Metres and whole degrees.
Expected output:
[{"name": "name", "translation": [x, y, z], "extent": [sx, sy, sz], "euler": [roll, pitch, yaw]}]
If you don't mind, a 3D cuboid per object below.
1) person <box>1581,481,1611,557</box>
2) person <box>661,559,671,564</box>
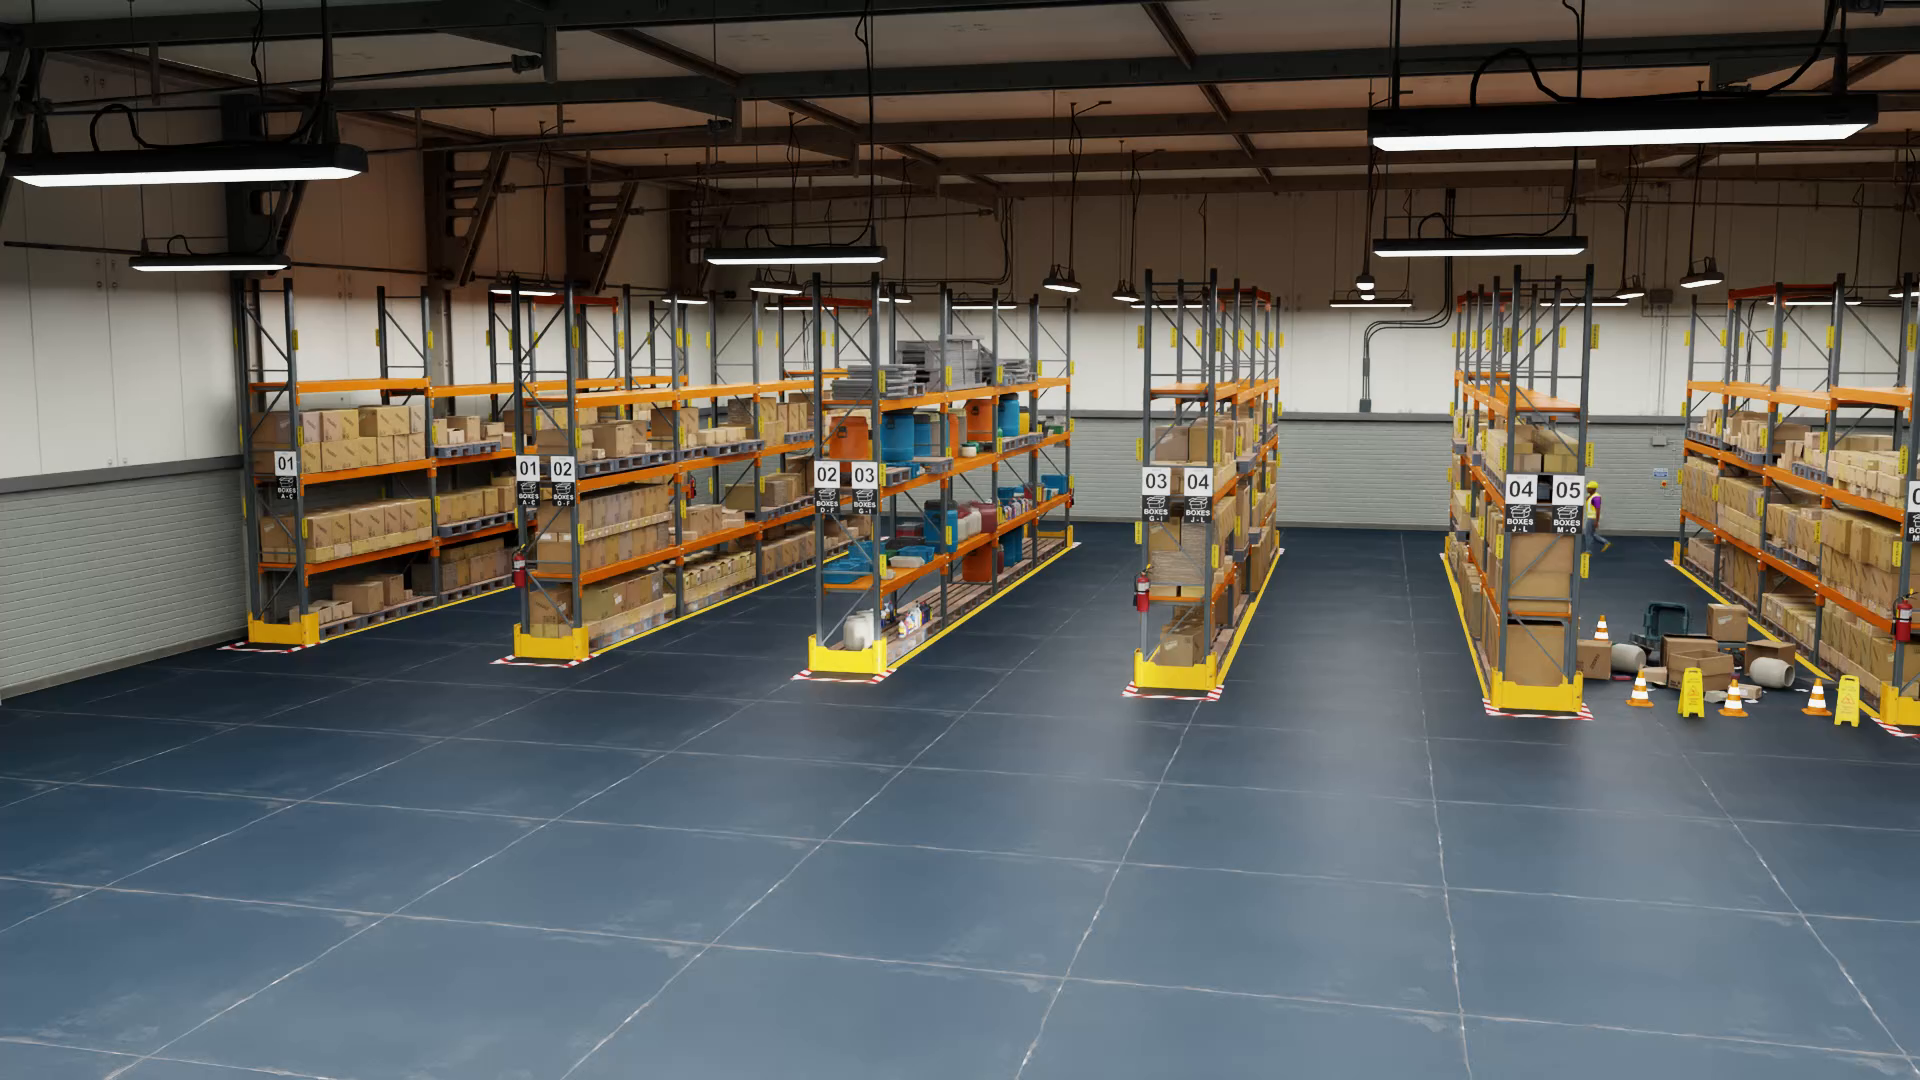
[{"name": "person", "translation": [14.750, -0.492, 38.552], "extent": [0.716, 1.750, 0.573], "euler": [2, 7, 19]}, {"name": "person", "translation": [-6.398, -0.074, 35.650], "extent": [0.606, 1.626, 0.721], "euler": [3, 7, 22]}]
